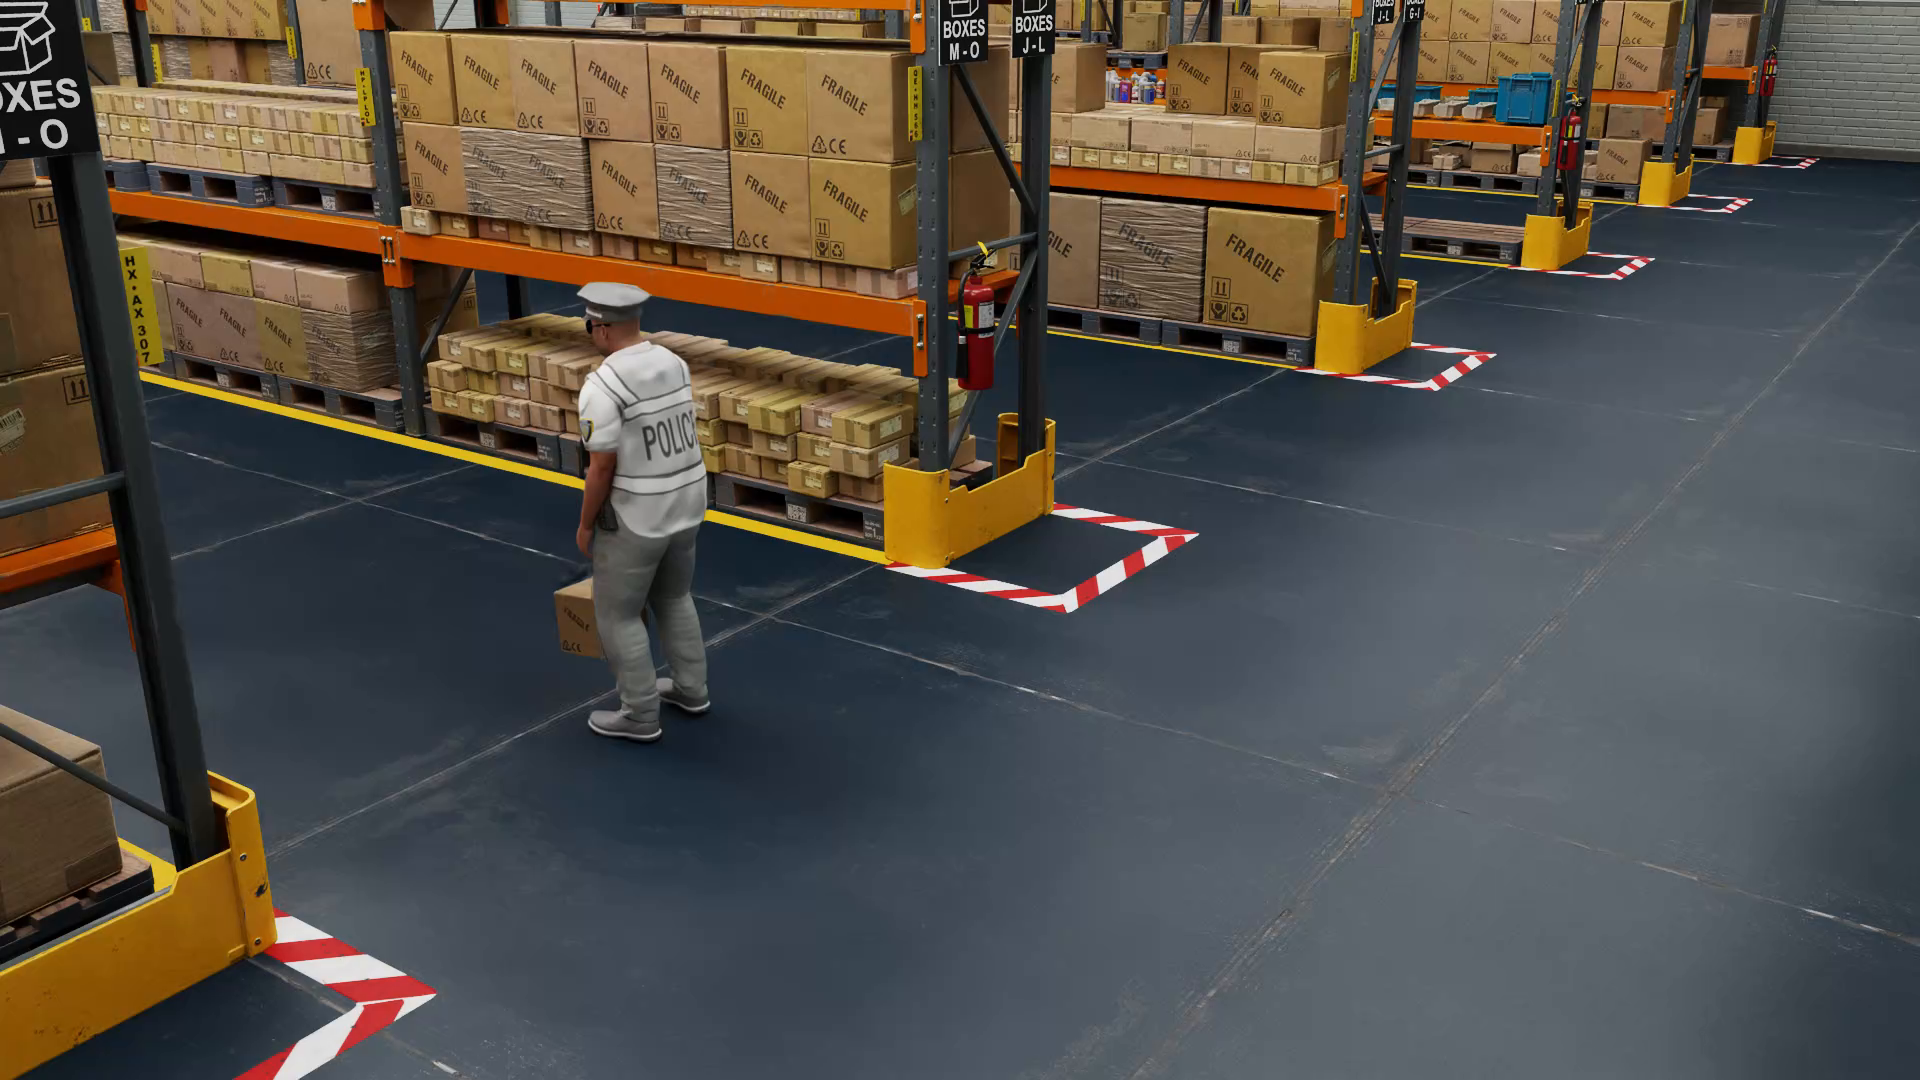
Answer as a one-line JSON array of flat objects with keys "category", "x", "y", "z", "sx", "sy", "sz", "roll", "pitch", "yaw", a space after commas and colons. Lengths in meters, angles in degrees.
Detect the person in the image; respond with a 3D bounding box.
[{"category": "person", "x": -1.201, "y": -0.096, "z": 6.323, "sx": 0.434, "sy": 1.752, "sz": 0.566, "roll": 12, "pitch": 23, "yaw": 30}]
